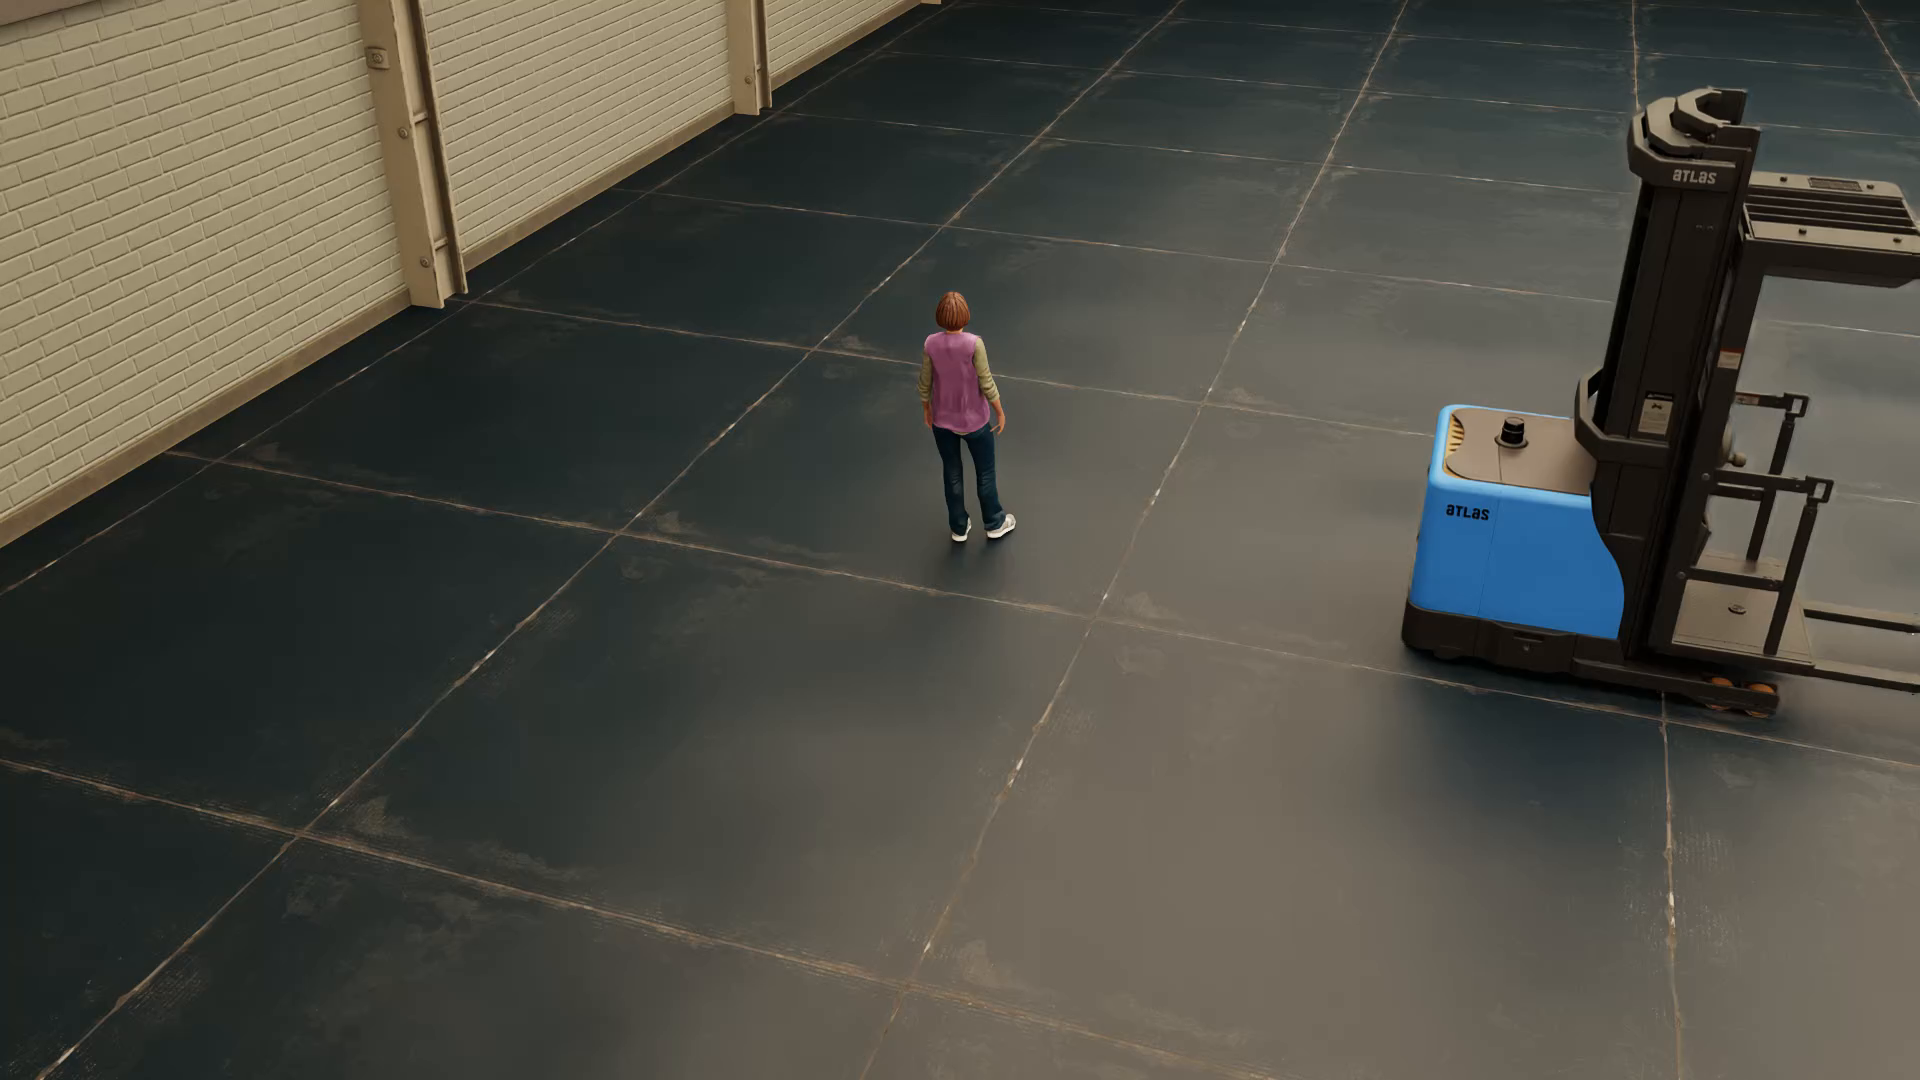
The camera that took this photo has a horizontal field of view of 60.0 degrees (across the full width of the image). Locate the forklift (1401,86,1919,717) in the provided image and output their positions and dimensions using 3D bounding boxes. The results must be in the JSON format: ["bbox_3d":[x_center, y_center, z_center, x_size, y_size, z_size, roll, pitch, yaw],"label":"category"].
[{"bbox_3d":[3.971,-0.663,8.299,3.031,2.935,1.130,9,31,15],"label":"forklift"}]

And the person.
[{"bbox_3d":[0.037,-0.732,9.753,0.520,1.597,0.476,10,31,16],"label":"person"}]
